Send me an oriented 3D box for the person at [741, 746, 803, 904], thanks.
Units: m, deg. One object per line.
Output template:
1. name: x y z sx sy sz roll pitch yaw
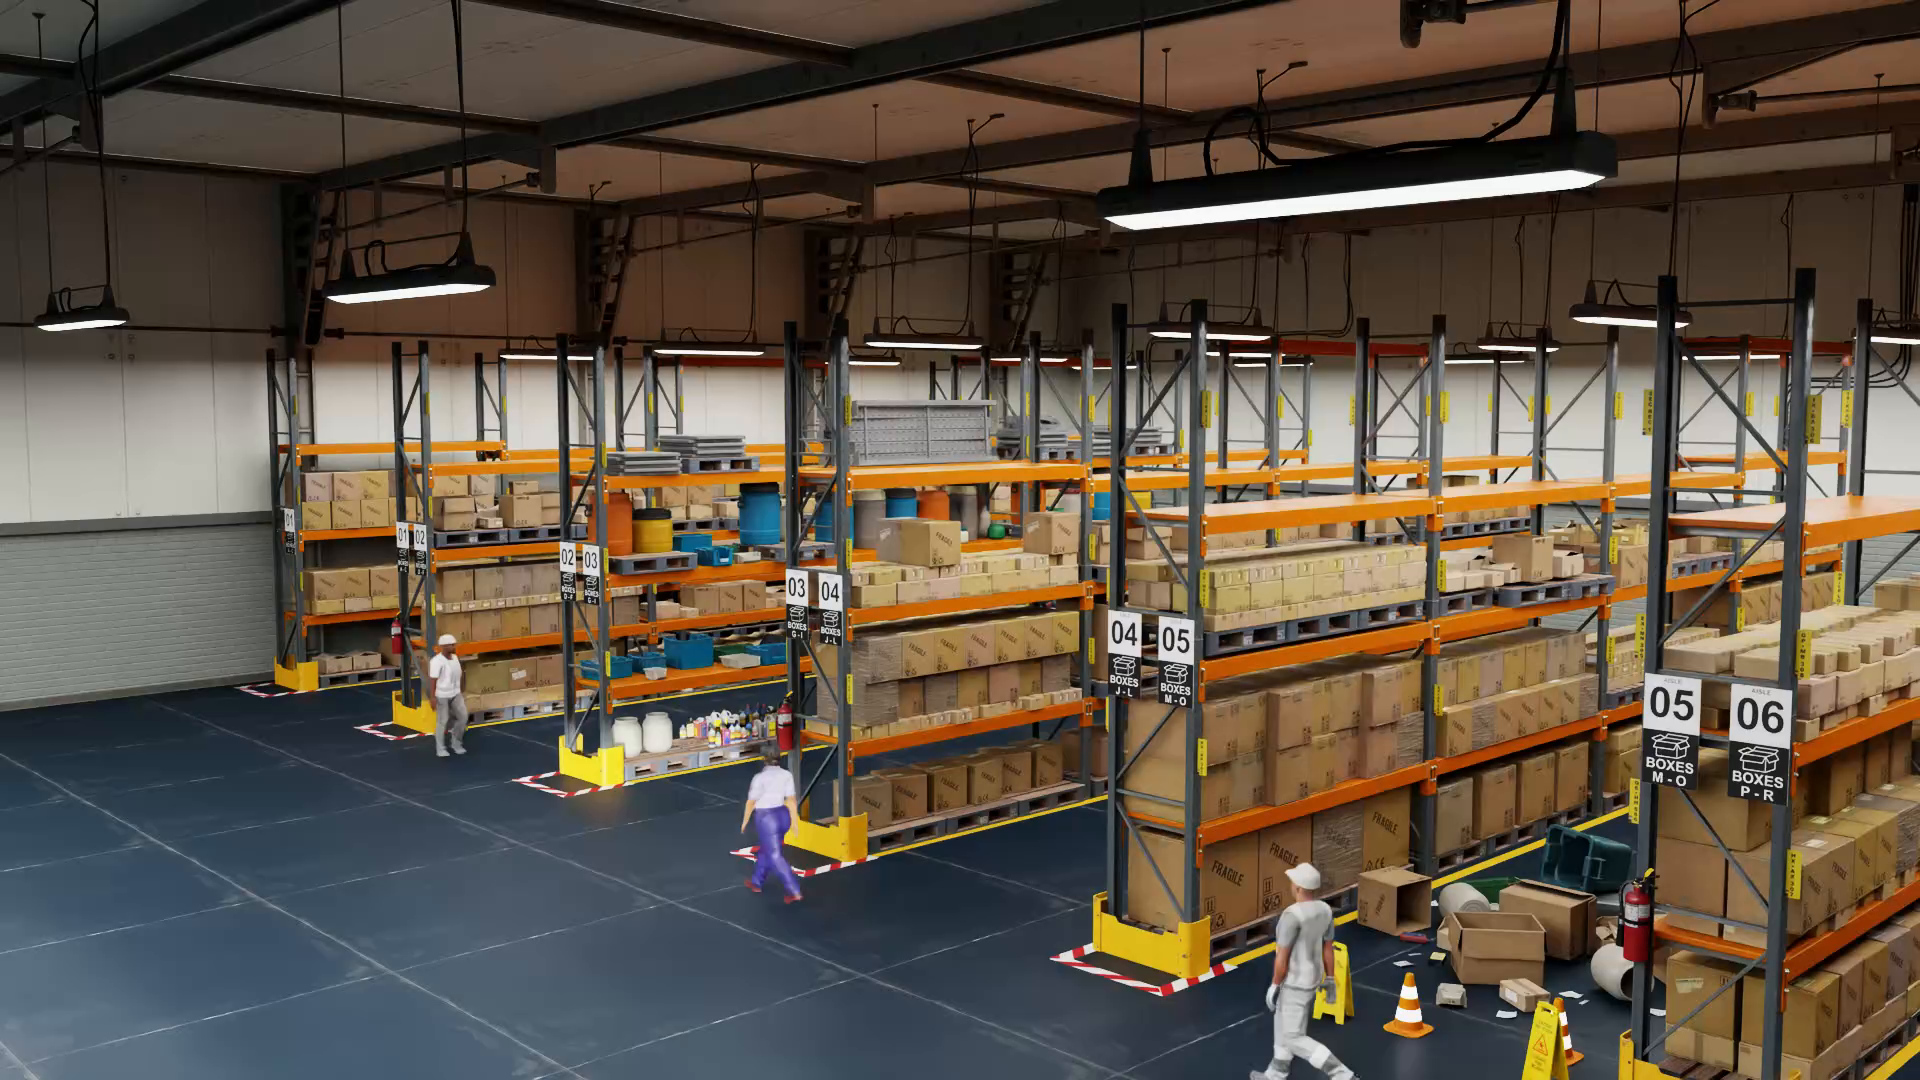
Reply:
1. person: -1.941 2.901 17.021 1.002 1.578 0.485 3 6 31

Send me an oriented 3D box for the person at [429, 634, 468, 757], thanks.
1. person: -7.386 2.233 23.859 0.400 1.764 0.676 3 6 28

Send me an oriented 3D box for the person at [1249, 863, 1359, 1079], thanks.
1. person: 2.506 3.238 12.129 0.906 1.774 0.505 3 6 29
